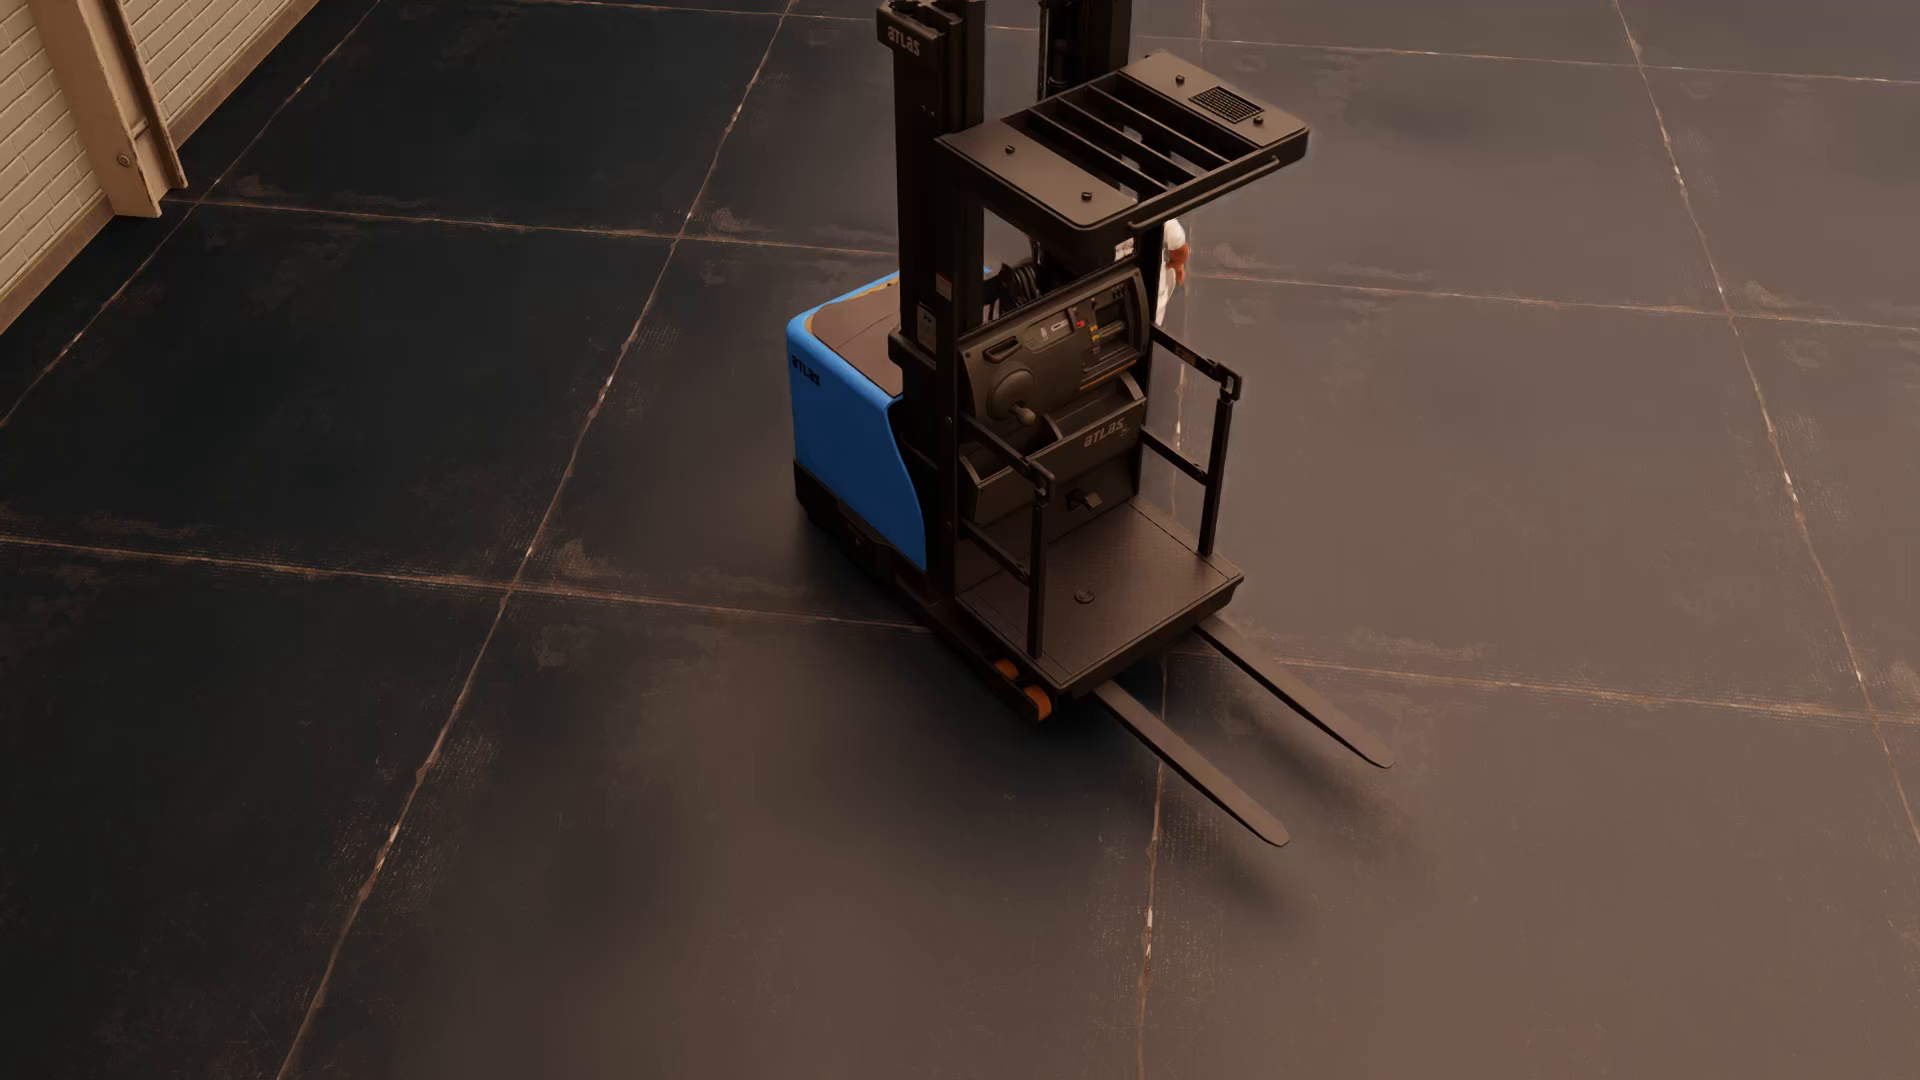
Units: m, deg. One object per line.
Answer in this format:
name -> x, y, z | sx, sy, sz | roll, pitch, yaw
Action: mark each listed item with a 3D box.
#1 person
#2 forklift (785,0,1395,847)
person -> 0.679, -1.302, 8.282 | 1.104, 1.478, 1.166 | -5, 43, -5
forklift -> 0.523, -0.691, 6.476 | 1.130, 2.935, 3.031 | -29, 50, -28
